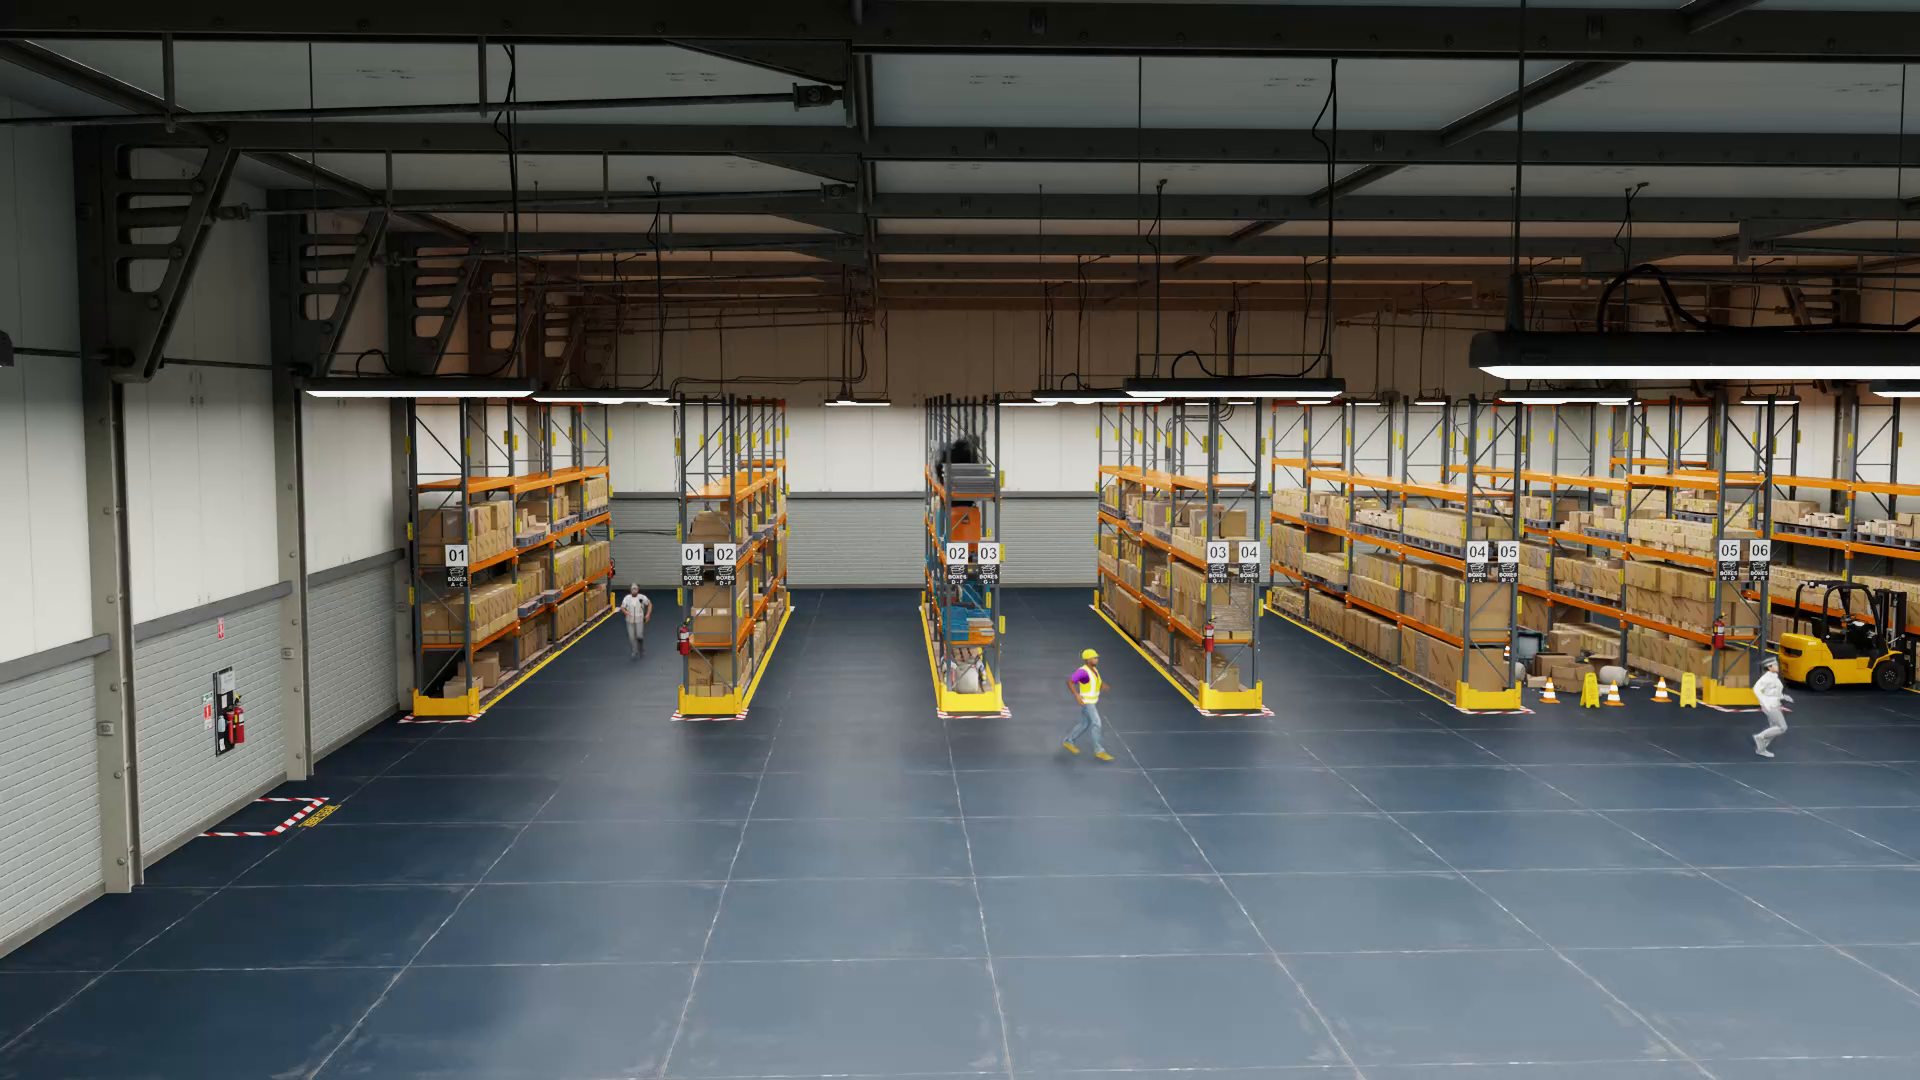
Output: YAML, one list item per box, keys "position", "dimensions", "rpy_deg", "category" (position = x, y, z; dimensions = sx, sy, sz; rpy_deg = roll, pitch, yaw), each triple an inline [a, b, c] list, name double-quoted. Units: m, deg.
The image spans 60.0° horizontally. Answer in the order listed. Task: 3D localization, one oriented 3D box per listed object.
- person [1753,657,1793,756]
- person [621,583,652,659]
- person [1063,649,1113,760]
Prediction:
- position: [13.374, 2.739, 27.316]
  dimensions: [0.535, 1.659, 0.605]
  rpy_deg: [4, 6, 39]
  category: "person"
- position: [-7.389, 1.856, 37.912]
  dimensions: [0.684, 1.776, 0.658]
  rpy_deg: [-1, 5, -6]
  category: "person"
- position: [2.103, 2.668, 27.170]
  dimensions: [0.896, 1.776, 0.707]
  rpy_deg: [2, 5, 20]
  category: "person"
